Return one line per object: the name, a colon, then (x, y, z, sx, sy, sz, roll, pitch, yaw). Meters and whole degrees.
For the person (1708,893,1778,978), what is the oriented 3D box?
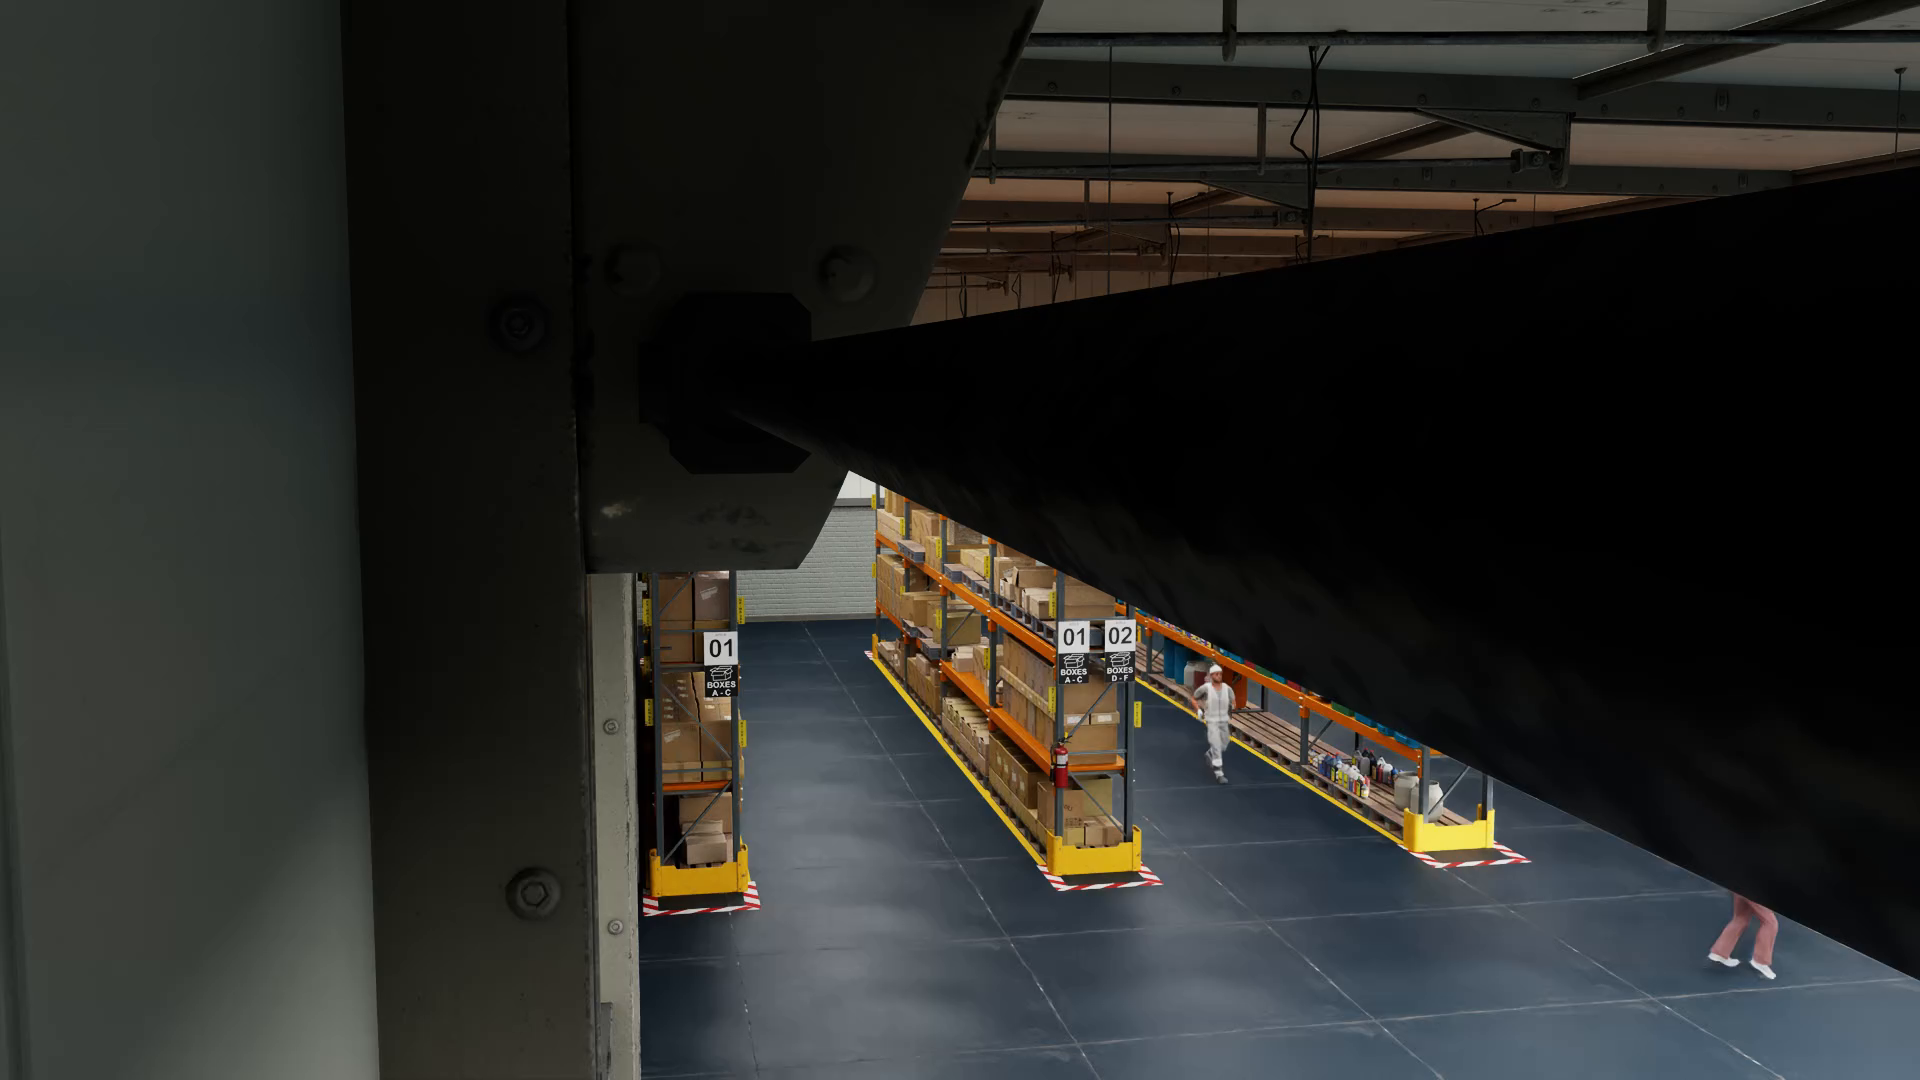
person: (8.241, 3.720, 17.414, 0.688, 1.725, 0.561, 1, 6, 10)

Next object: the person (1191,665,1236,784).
person: (3.945, 2.808, 25.634, 0.667, 1.768, 0.963, -2, 6, -17)
